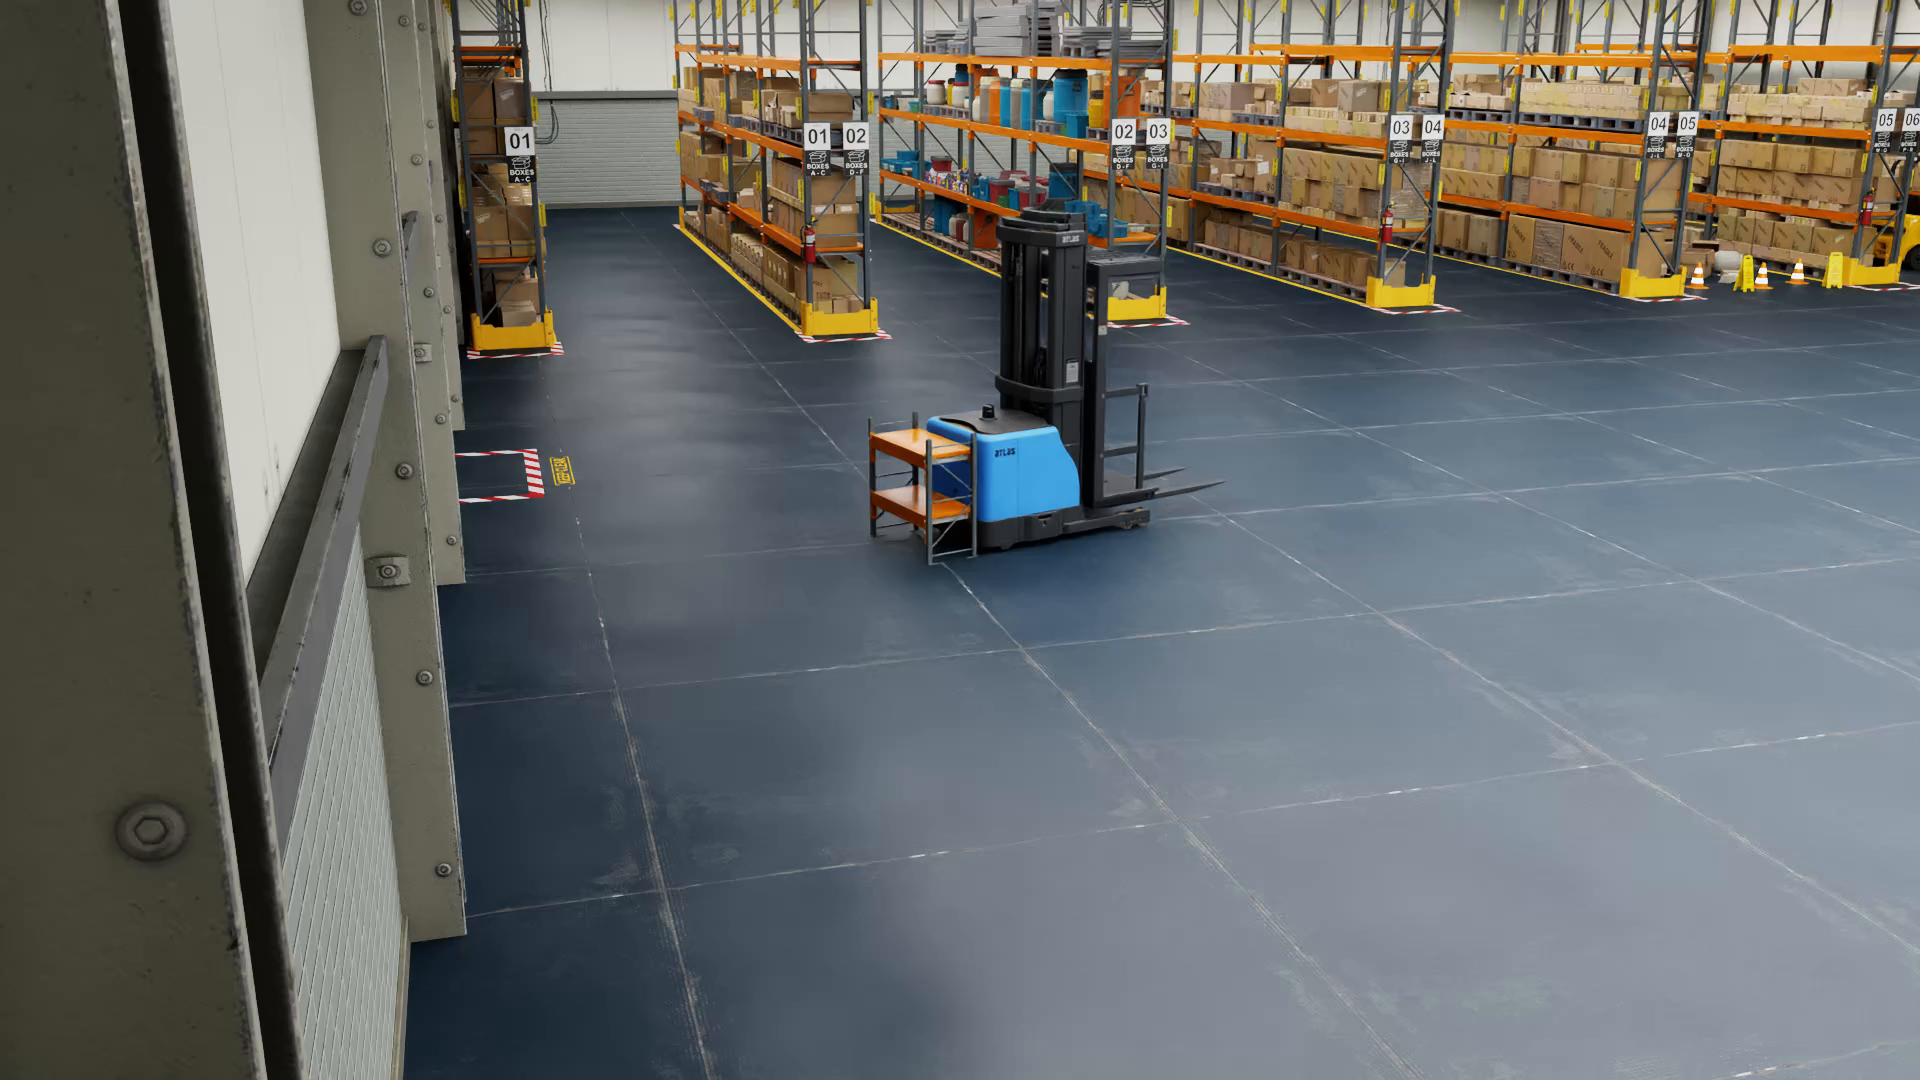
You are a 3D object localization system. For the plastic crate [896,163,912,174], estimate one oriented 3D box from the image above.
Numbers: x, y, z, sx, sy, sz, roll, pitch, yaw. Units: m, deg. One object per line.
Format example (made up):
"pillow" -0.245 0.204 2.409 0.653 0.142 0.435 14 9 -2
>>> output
"plastic crate" -1.331 -8.927 39.940 0.416 0.233 0.300 -5 17 -15

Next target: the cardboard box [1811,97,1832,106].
"cardboard box" 16.535 -8.398 31.830 0.380 0.149 0.250 -5 17 -17

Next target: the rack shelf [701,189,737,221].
"rack shelf" -4.642 -7.125 35.006 1.077 0.370 4.000 -5 17 -15

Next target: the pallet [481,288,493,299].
"pallet" -7.970 -4.297 29.188 1.003 0.211 1.213 -5 17 -15

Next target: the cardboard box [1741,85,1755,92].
"cardboard box" 19.070 -10.935 40.274 0.380 0.149 0.250 -5 17 -16

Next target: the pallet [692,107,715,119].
"pallet" -5.079 -9.183 35.721 1.213 0.211 1.003 -5 17 -15

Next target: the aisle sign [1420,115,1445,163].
"aisle sign" 7.938 -6.737 27.946 0.394 0.787 0.004 -5 17 -15

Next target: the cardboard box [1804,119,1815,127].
"cardboard box" 16.469 -8.018 31.952 0.380 0.149 0.250 -5 17 -17

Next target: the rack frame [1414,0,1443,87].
"rack frame" 12.764 -13.568 44.777 1.000 3.000 0.127 -5 17 -15

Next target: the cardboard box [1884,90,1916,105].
"cardboard box" 20.400 -9.593 36.008 0.500 0.311 0.500 -5 18 -17

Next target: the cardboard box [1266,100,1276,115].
"cardboard box" 6.179 -8.417 32.348 0.396 0.266 0.258 -4 17 -13

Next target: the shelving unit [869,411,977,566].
"shelving unit" -0.339 -0.478 14.886 0.538 1.125 1.048 -10 19 -30

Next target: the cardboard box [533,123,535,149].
"cardboard box" -6.620 -6.068 24.815 0.500 0.500 0.500 -4 17 -12

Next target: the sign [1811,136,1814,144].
"sign" 20.267 -9.475 39.565 0.100 0.325 0.005 -5 17 -15

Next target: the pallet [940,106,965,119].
"pallet" 0.196 -9.237 35.900 1.003 0.211 1.213 -5 17 -15

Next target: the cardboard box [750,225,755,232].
"cardboard box" -4.092 -6.223 34.332 0.500 0.500 0.500 -5 18 -17

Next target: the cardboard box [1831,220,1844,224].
"cardboard box" 20.265 -7.399 38.066 0.875 0.625 0.625 -5 18 -18

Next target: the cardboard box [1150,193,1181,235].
"cardboard box" 5.027 -7.322 37.374 1.225 0.875 0.875 -5 17 -15

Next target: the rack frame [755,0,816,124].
"rack frame" -2.993 -8.683 28.514 1.000 3.000 0.127 -5 17 -15

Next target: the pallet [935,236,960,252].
"pallet" 0.083 -6.523 36.598 1.003 0.211 1.213 -5 17 -15

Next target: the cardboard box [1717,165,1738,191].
"cardboard box" 15.915 -7.422 34.054 0.500 0.500 0.500 -5 17 -15

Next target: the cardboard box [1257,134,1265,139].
"cardboard box" 8.045 -10.660 43.096 0.500 0.500 0.500 -4 17 -14

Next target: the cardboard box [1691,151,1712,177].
"cardboard box" 15.714 -7.877 34.837 0.500 0.500 0.500 -5 17 -16

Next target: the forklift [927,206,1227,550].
"forklift" 1.192 -1.618 15.543 3.031 2.935 1.130 -11 20 -32

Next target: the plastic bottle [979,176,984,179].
"plastic bottle" 0.482 -7.776 36.139 0.152 0.276 0.135 -5 17 -15

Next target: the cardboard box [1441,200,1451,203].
"cardboard box" 13.301 -9.242 44.526 0.875 0.438 0.875 -4 17 -14

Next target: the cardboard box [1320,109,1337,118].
"cardboard box" 6.721 -7.676 29.942 0.380 0.149 0.250 -5 17 -16

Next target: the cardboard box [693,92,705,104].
"cardboard box" -5.586 -9.740 36.638 0.500 0.250 0.500 -5 17 -15

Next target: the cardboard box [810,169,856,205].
"cardboard box" -2.024 -5.517 25.975 0.700 0.500 0.500 -5 17 -15

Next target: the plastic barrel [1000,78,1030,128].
"plastic barrel" 1.063 -8.362 31.790 0.600 0.901 0.708 -5 17 -15

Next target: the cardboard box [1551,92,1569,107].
"cardboard box" 11.474 -8.276 31.213 0.500 0.250 0.500 -5 17 -16

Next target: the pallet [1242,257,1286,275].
"pallet" 6.318 -5.472 33.099 1.003 0.211 1.213 -5 17 -15

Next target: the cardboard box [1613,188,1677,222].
"cardboard box" 12.284 -6.021 29.818 0.875 0.550 0.550 -5 17 -15

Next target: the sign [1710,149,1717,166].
"sign" 15.529 -7.885 34.273 0.100 0.325 0.005 -5 17 -15

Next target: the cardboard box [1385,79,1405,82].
"cardboard box" 9.714 -10.146 37.093 0.396 0.266 0.258 -5 17 -15

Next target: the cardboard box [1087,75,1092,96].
"cardboard box" 3.469 -11.340 41.496 0.700 0.500 0.500 -5 18 -17

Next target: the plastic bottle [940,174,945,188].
"plastic bottle" -0.348 -7.875 36.469 0.152 0.276 0.135 -5 17 -15

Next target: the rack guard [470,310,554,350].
"rack guard" -6.676 -3.135 24.816 1.175 0.500 0.348 -5 17 -15

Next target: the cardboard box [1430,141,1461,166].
"cardboard box" 10.485 -8.325 35.837 0.700 0.500 0.500 -5 17 -16

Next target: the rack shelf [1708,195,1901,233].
"rack shelf" 16.611 -6.478 32.851 1.077 0.370 4.000 -5 17 -15

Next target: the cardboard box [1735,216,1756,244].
"cardboard box" 16.123 -6.287 33.712 0.500 0.500 0.500 -4 17 -13

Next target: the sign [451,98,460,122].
"sign" -7.195 -6.133 23.700 0.100 0.325 0.005 -5 17 -15

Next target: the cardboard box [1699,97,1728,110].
"cardboard box" 15.762 -9.091 34.619 0.500 0.250 0.500 -5 17 -16

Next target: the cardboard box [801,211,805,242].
"cardboard box" -2.158 -5.026 26.595 0.700 0.500 0.500 -4 17 -14

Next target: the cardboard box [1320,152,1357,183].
"cardboard box" 6.836 -6.703 29.921 0.500 0.500 0.500 -5 17 -15

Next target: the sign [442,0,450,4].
"sign" -7.195 -7.669 23.239 0.100 0.325 0.005 -5 17 -15

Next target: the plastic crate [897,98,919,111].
"plastic crate" -1.215 -10.262 39.191 0.437 0.282 0.530 -5 17 -15

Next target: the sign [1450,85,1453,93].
"sign" 10.767 -9.826 36.498 0.100 0.325 0.005 -5 17 -15

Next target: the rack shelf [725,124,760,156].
"rack shelf" -3.542 -7.455 30.891 1.077 0.370 4.000 -5 17 -15

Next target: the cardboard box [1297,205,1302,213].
"cardboard box" 6.532 -6.183 31.056 0.380 0.149 0.250 -5 17 -15

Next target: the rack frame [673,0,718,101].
"rack frame" -6.291 -12.002 39.564 1.000 3.000 0.127 -5 17 -15

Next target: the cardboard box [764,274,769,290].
"cardboard box" -3.157 -4.542 29.206 0.500 0.250 0.500 -5 17 -15
